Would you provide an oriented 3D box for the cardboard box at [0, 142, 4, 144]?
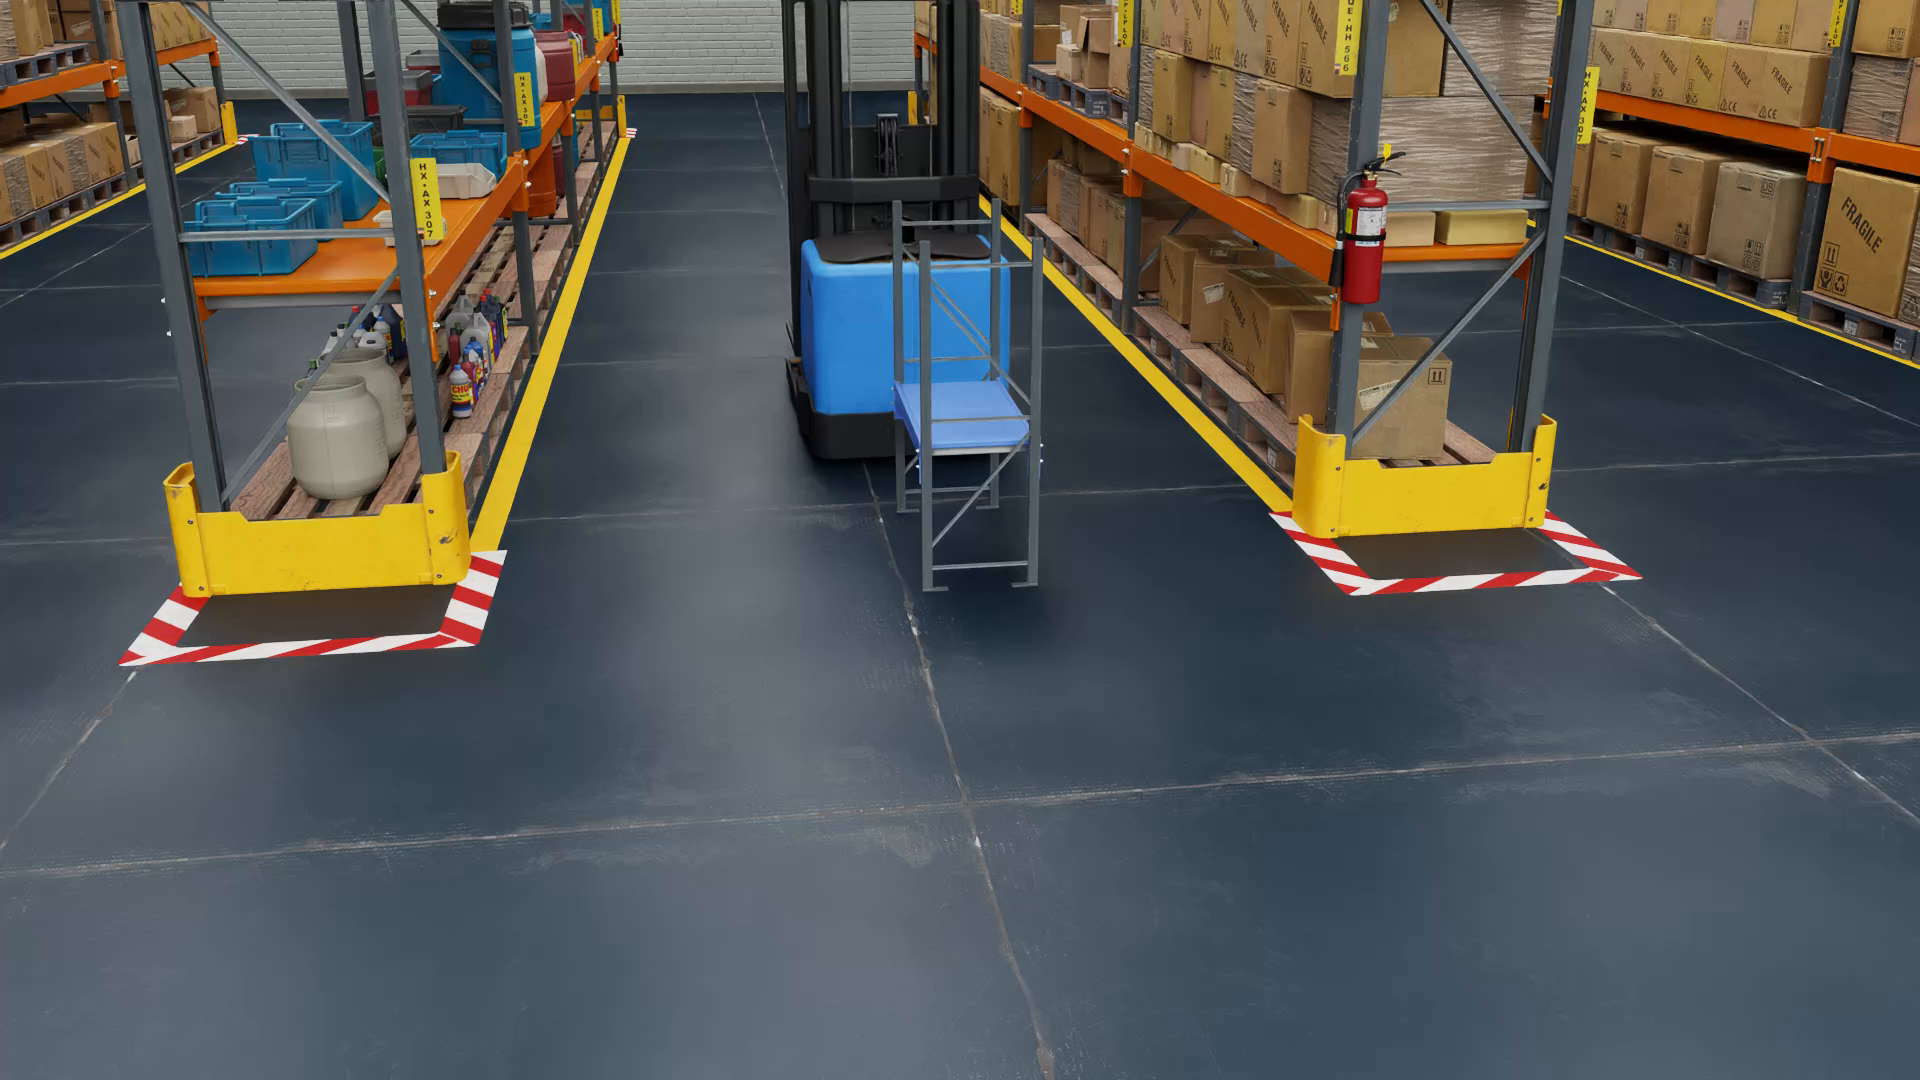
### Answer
[{"bbox_3d":[-9.279,-3.452,15.615,0.500,0.500,0.500,-4,21,-10],"label":"cardboard box"}]

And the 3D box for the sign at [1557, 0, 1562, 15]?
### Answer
[{"bbox_3d":[5.434,-4.932,15.093,0.100,0.325,0.005,-3,21,-8],"label":"sign"}]

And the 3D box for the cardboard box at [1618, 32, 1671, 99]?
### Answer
[{"bbox_3d":[5.916,-3.985,13.956,0.500,0.500,0.500,-3,21,-8],"label":"cardboard box"}]

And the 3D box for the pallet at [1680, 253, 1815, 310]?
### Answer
[{"bbox_3d":[6.361,-2.030,12.849,1.003,0.211,1.213,-3,21,-8],"label":"pallet"}]

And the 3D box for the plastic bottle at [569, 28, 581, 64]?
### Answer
[{"bbox_3d":[-3.974,-5.053,17.028,0.144,0.351,0.185,-3,21,-8],"label":"plastic bottle"}]

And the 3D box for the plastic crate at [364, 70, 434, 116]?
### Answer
[{"bbox_3d":[-3.650,-2.790,10.808,0.402,0.464,0.583,-3,21,-8],"label":"plastic crate"}]

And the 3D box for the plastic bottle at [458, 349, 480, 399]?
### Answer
[{"bbox_3d":[-2.703,-0.913,9.144,0.097,0.271,0.097,0,20,0],"label":"plastic bottle"}]

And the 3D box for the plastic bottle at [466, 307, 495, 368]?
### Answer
[{"bbox_3d":[-2.825,-1.186,9.762,0.144,0.351,0.185,-3,21,-8],"label":"plastic bottle"}]

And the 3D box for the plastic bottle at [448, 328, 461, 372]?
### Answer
[{"bbox_3d":[-2.911,-1.093,9.608,0.061,0.283,0.133,-3,21,-8],"label":"plastic bottle"}]

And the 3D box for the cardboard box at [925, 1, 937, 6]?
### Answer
[{"bbox_3d":[-0.151,-6.901,20.623,0.500,0.500,0.500,-3,21,-9],"label":"cardboard box"}]

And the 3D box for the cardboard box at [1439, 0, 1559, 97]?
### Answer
[{"bbox_3d":[2.391,-2.331,7.674,0.500,0.500,0.500,-3,21,-8],"label":"cardboard box"}]

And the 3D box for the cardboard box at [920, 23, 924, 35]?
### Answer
[{"bbox_3d":[-0.306,-6.578,21.400,0.380,0.149,0.250,-3,21,-9],"label":"cardboard box"}]

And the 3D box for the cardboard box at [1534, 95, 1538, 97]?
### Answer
[{"bbox_3d":[5.902,-4.614,17.682,0.500,0.250,0.500,-4,21,-10],"label":"cardboard box"}]

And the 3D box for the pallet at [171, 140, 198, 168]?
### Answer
[{"bbox_3d":[-9.610,-4.484,19.420,1.003,0.211,1.213,-3,21,-8],"label":"pallet"}]

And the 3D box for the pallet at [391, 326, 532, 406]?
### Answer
[{"bbox_3d":[-3.222,-1.067,10.271,1.003,0.211,1.213,-3,21,-8],"label":"pallet"}]

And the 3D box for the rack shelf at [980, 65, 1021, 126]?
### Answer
[{"bbox_3d":[0.759,-4.598,16.768,1.077,0.370,4.000,-3,21,-8],"label":"rack shelf"}]

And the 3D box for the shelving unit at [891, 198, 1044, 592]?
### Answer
[{"bbox_3d":[0.012,-0.673,7.375,0.538,1.500,1.048,-3,21,-8],"label":"shelving unit"}]

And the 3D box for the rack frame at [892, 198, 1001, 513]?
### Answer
[{"bbox_3d":[-0.061,-0.849,7.846,0.500,1.500,0.032,-3,21,-8],"label":"rack frame"}]

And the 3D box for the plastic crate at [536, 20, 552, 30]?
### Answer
[{"bbox_3d":[-5.064,-6.050,19.782,0.416,0.233,0.300,-3,21,-8],"label":"plastic crate"}]

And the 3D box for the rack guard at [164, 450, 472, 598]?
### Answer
[{"bbox_3d":[-2.758,-0.076,7.205,1.175,0.500,0.348,-3,21,-8],"label":"rack guard"}]

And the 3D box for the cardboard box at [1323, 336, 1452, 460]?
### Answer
[{"bbox_3d":[2.127,-0.715,8.317,0.500,0.500,0.500,1,20,2],"label":"cardboard box"}]

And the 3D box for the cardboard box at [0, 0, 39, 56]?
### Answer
[{"bbox_3d":[-9.017,-4.764,15.441,0.700,0.500,0.500,-8,22,-21],"label":"cardboard box"}]

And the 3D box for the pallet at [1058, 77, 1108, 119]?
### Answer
[{"bbox_3d":[1.373,-3.469,12.992,1.003,0.211,1.213,-3,21,-8],"label":"pallet"}]

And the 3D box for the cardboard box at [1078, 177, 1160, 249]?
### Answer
[{"bbox_3d":[1.345,-2.659,13.493,0.700,0.500,0.500,-1,21,-3],"label":"cardboard box"}]

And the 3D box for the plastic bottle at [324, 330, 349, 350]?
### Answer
[{"bbox_3d":[-3.456,-0.996,9.252,0.144,0.351,0.185,-2,21,-6],"label":"plastic bottle"}]

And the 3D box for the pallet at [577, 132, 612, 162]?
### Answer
[{"bbox_3d":[-4.754,-4.747,20.125,1.003,0.211,1.213,-3,21,-8],"label":"pallet"}]

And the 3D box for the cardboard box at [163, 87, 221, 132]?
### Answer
[{"bbox_3d":[-9.587,-5.373,20.760,0.500,0.500,0.500,-3,21,-8],"label":"cardboard box"}]

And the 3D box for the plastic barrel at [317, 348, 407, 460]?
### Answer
[{"bbox_3d":[-2.943,-0.652,8.129,0.421,0.512,0.421,0,20,0],"label":"plastic barrel"}]

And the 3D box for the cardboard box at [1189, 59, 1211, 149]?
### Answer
[{"bbox_3d":[1.837,-2.542,9.667,0.875,0.500,0.500,-3,21,-8],"label":"cardboard box"}]

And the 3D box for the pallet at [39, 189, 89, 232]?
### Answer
[{"bbox_3d":[-8.999,-3.120,15.767,1.003,0.211,1.213,-3,21,-8],"label":"pallet"}]

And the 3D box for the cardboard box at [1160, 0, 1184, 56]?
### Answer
[{"bbox_3d":[1.511,-3.171,9.921,0.500,0.500,0.500,-3,21,-8],"label":"cardboard box"}]

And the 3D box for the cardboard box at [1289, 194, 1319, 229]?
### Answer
[{"bbox_3d":[1.833,-1.614,8.109,0.380,0.149,0.250,-3,21,-8],"label":"cardboard box"}]

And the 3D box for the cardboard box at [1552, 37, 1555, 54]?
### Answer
[{"bbox_3d":[5.444,-4.684,15.730,0.380,0.149,0.250,-3,21,-7],"label":"cardboard box"}]

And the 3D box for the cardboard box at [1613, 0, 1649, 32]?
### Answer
[{"bbox_3d":[6.099,-4.642,14.286,0.700,0.500,0.500,-3,21,-9],"label":"cardboard box"}]

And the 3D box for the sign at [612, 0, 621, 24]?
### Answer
[{"bbox_3d":[-4.465,-6.872,21.596,0.100,0.325,0.005,-3,21,-8],"label":"sign"}]

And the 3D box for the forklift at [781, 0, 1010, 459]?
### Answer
[{"bbox_3d":[-0.472,-2.271,9.607,1.130,2.935,3.031,-3,21,-9],"label":"forklift"}]

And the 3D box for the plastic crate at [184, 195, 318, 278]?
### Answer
[{"bbox_3d":[-3.069,-1.311,7.153,0.499,0.251,0.616,-3,21,-8],"label":"plastic crate"}]

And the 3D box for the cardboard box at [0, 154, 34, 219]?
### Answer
[{"bbox_3d":[-8.620,-3.132,14.759,0.500,0.500,0.500,-4,21,-10],"label":"cardboard box"}]

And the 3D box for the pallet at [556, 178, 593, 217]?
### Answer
[{"bbox_3d":[-4.181,-3.379,16.461,1.003,0.211,1.213,-3,21,-8],"label":"pallet"}]

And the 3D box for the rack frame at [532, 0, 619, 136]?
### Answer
[{"bbox_3d":[-5.007,-6.763,21.535,1.000,3.000,0.127,-3,21,-8],"label":"rack frame"}]

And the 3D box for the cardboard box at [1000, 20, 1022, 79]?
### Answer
[{"bbox_3d":[0.665,-4.621,15.658,0.500,0.500,0.500,-3,21,-8],"label":"cardboard box"}]

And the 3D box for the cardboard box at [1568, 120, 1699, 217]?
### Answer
[{"bbox_3d":[5.969,-3.385,15.108,1.050,0.750,0.750,-3,21,-8],"label":"cardboard box"}]

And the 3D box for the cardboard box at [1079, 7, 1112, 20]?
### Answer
[{"bbox_3d":[1.344,-4.113,13.698,0.700,0.500,0.500,0,20,0],"label":"cardboard box"}]

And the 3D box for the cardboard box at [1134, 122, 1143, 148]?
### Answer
[{"bbox_3d":[1.357,-2.650,10.884,0.380,0.149,0.250,-3,21,-8],"label":"cardboard box"}]

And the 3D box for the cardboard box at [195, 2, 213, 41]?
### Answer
[{"bbox_3d":[-9.575,-6.420,20.474,0.500,0.500,0.500,-2,21,-6],"label":"cardboard box"}]

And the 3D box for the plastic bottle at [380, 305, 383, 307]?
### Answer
[{"bbox_3d":[-3.665,-1.403,10.457,0.097,0.271,0.097,0,20,0],"label":"plastic bottle"}]

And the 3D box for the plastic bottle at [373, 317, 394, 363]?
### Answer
[{"bbox_3d":[-3.431,-1.191,9.889,0.097,0.271,0.097,0,20,0],"label":"plastic bottle"}]

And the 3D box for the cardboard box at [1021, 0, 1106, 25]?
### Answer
[{"bbox_3d":[0.958,-5.013,15.275,0.797,0.503,0.637,-2,21,-6],"label":"cardboard box"}]

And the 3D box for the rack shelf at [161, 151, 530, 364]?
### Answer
[{"bbox_3d":[-2.989,-1.578,8.683,1.077,0.370,4.000,-3,21,-8],"label":"rack shelf"}]

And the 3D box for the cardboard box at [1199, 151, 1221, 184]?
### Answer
[{"bbox_3d":[1.587,-2.132,9.495,0.380,0.149,0.250,-3,21,-8],"label":"cardboard box"}]

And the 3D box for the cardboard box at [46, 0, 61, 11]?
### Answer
[{"bbox_3d":[-9.662,-5.806,17.403,0.500,0.500,0.500,-3,21,-7],"label":"cardboard box"}]

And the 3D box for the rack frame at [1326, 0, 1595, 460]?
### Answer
[{"bbox_3d":[2.201,-1.473,7.372,1.000,3.000,0.127,-3,21,-8],"label":"rack frame"}]
